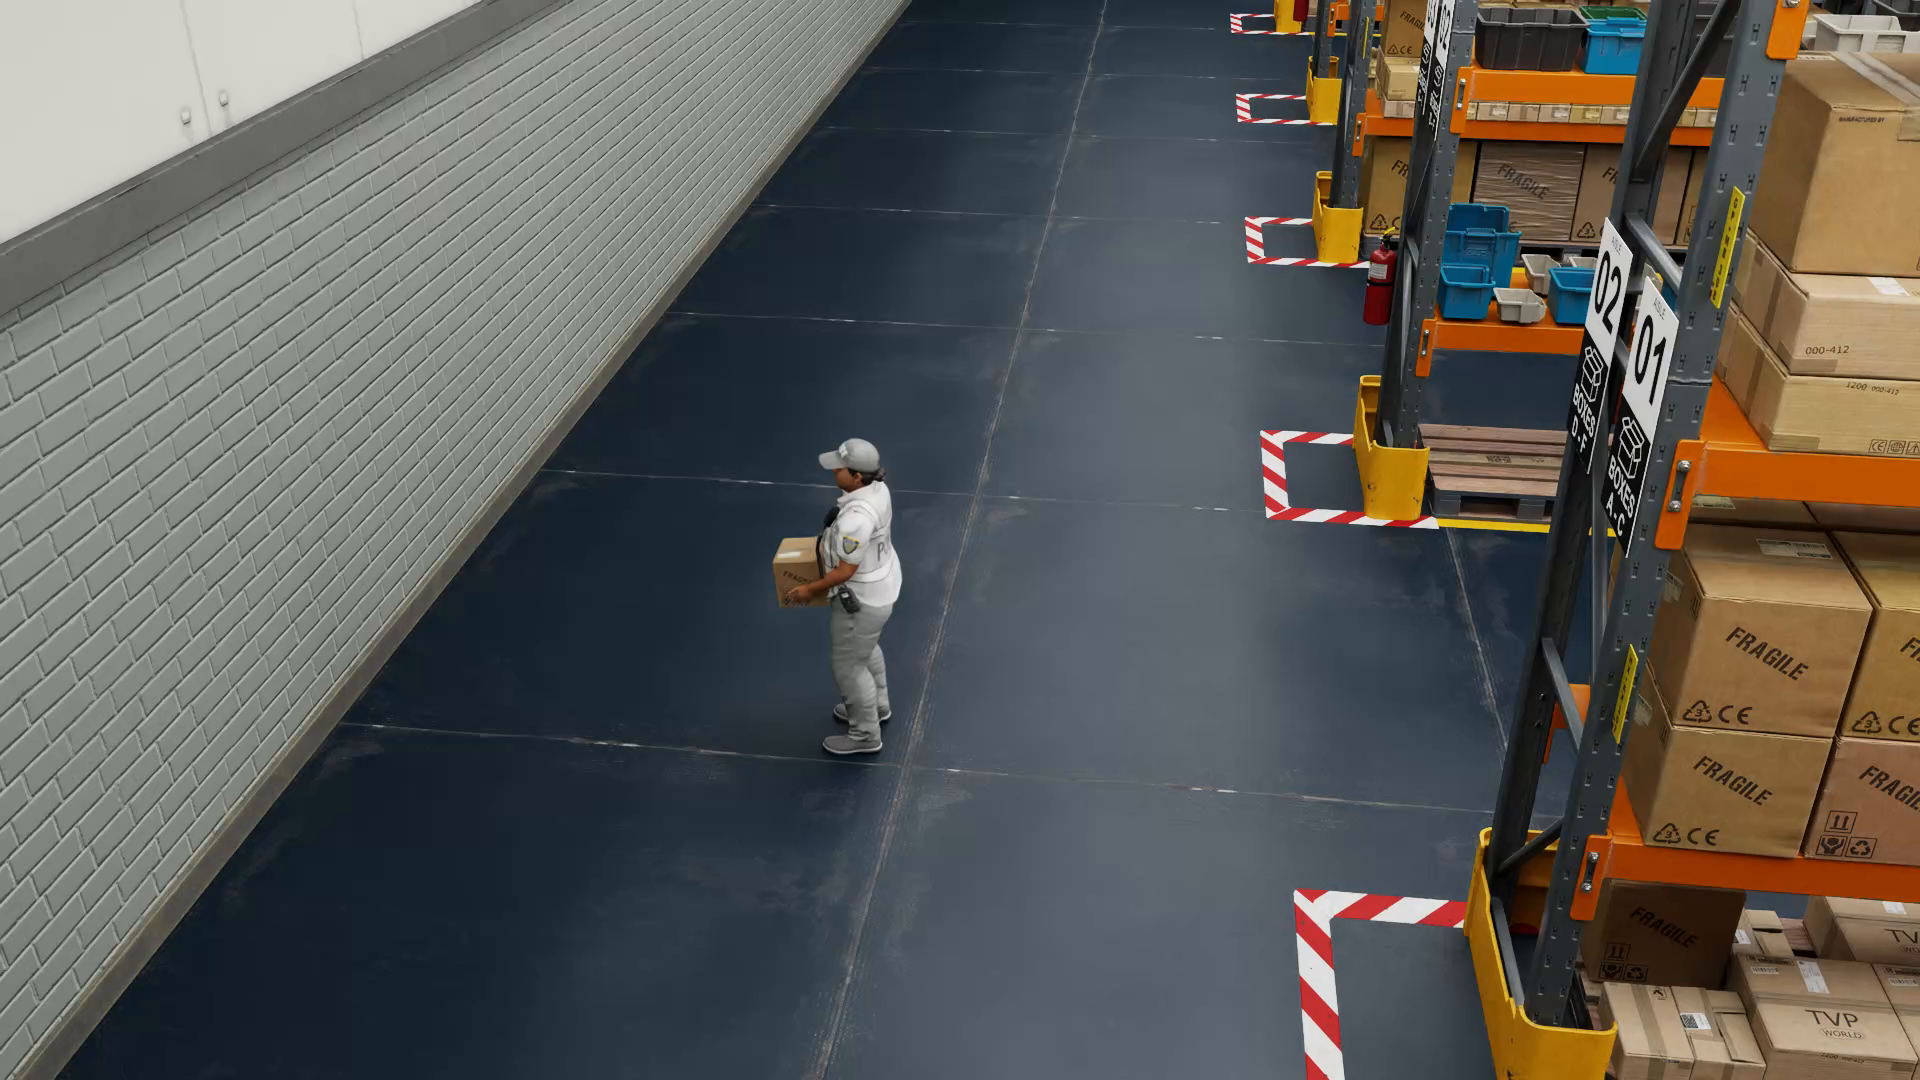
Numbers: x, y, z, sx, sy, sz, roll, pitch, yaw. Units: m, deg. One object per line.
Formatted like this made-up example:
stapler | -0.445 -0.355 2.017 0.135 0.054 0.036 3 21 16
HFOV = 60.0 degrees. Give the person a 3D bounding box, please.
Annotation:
person | -0.551 0.262 8.134 0.523 1.668 0.480 3 29 6
